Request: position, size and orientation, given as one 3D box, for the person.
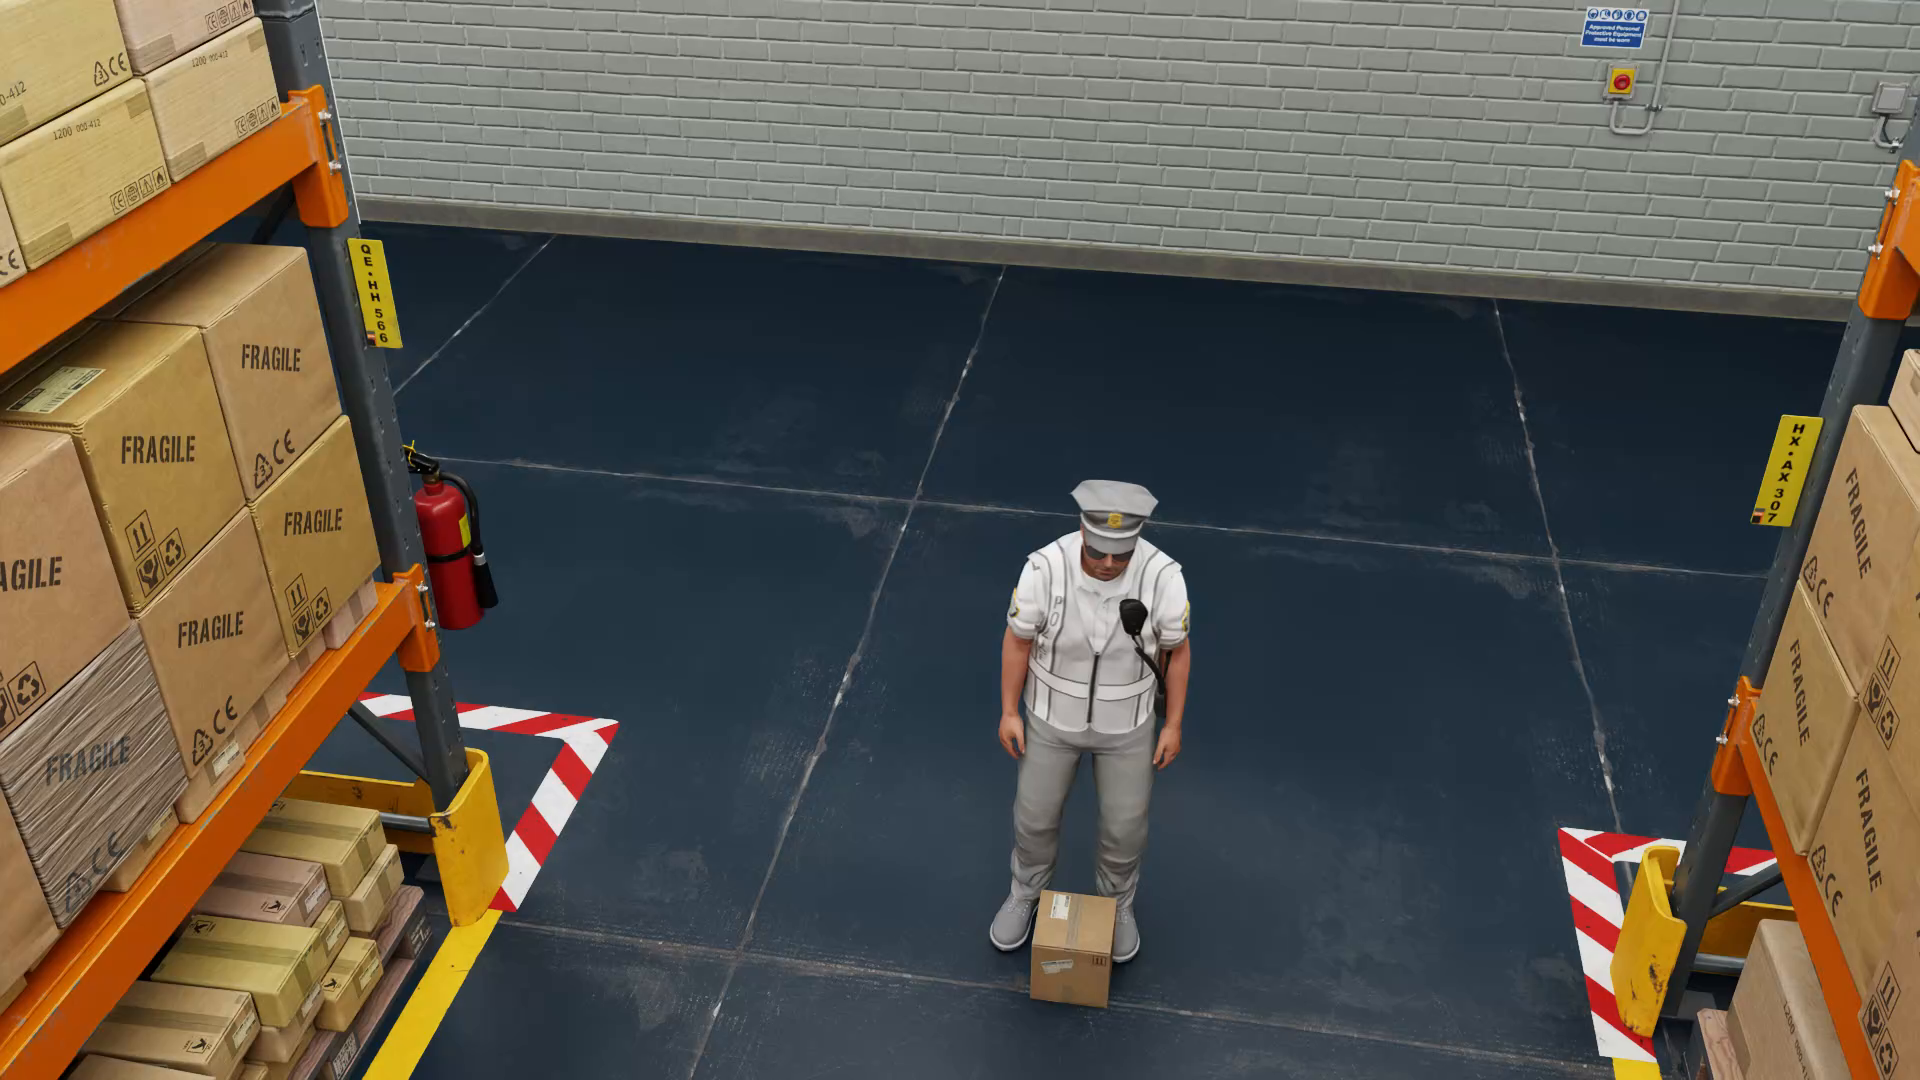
[{"bbox_3d":[0.413,0.551,5.255,0.596,1.747,0.439,3,32,6],"label":"person"}]
